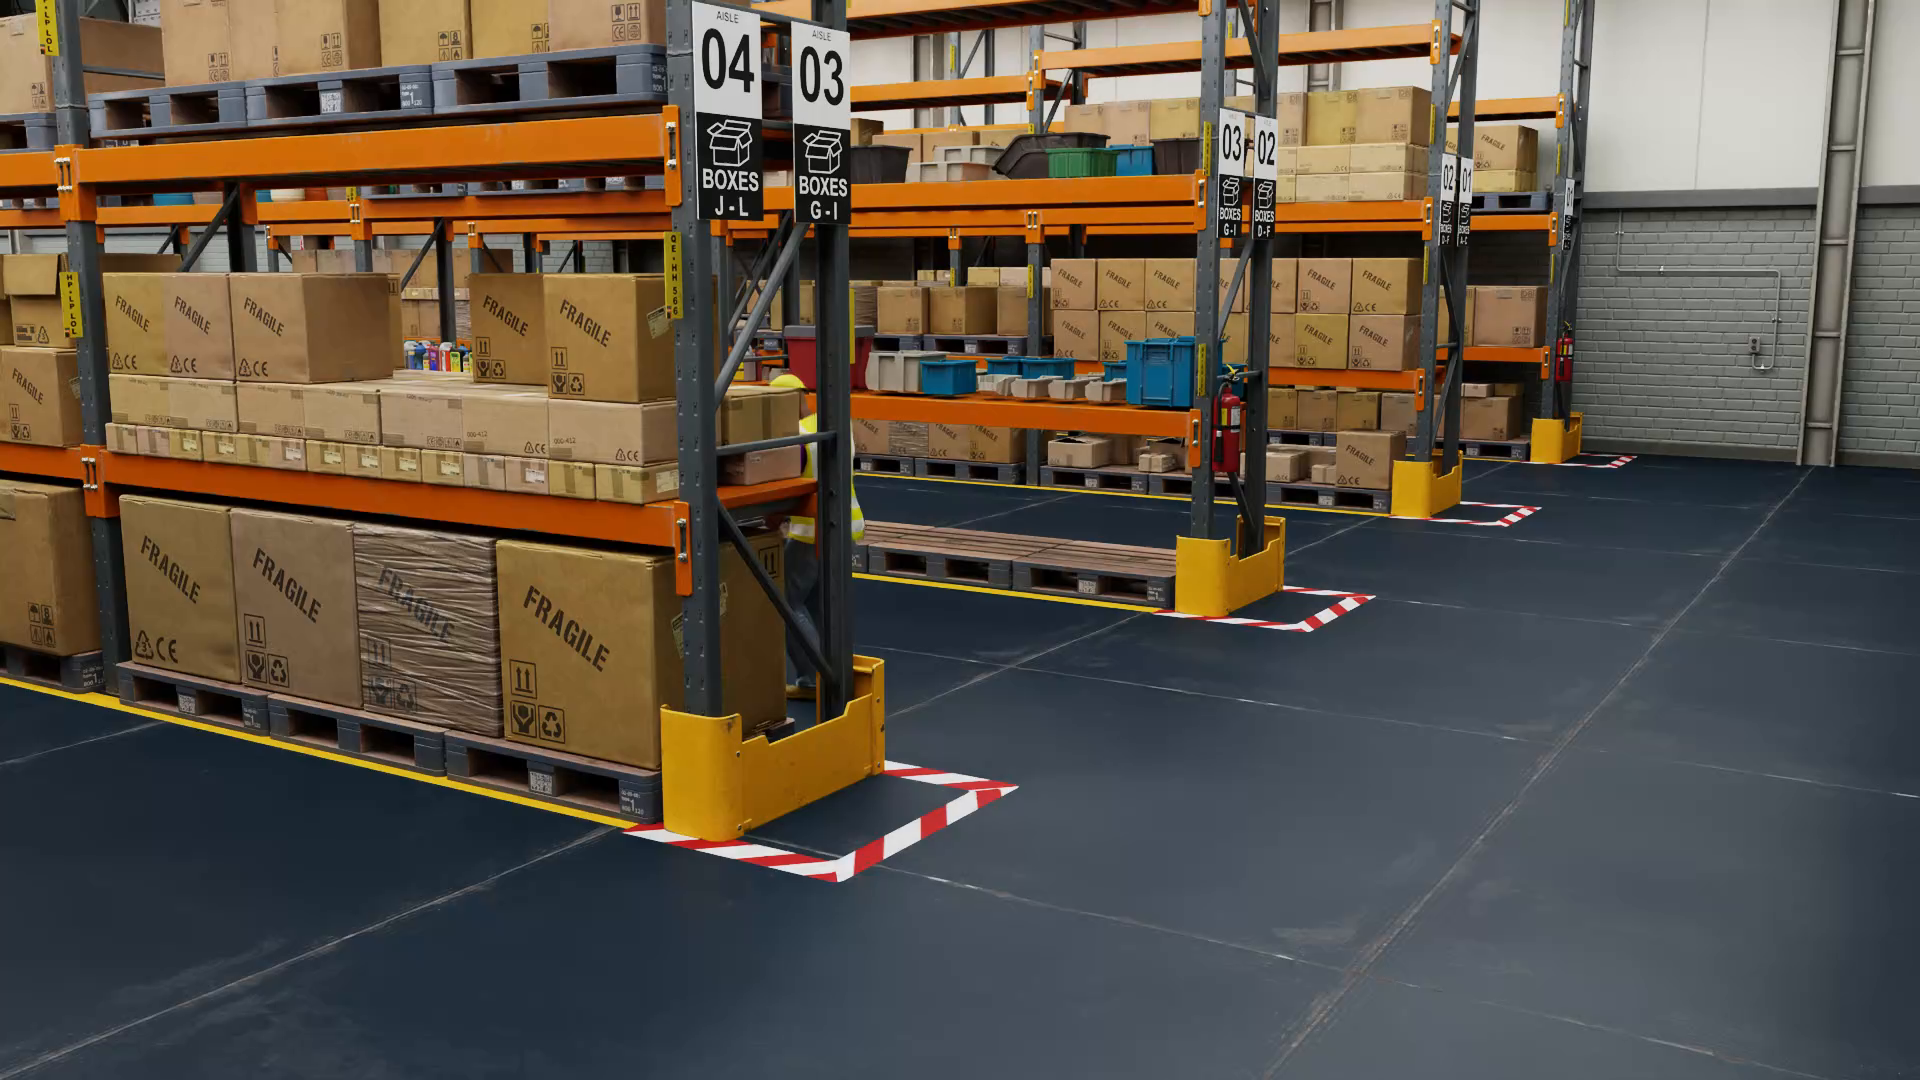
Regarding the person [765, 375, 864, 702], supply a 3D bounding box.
[{"bbox_3d":[-0.795,-0.016,8.669,0.511,1.682,0.602,6,11,32],"label":"person"}]
